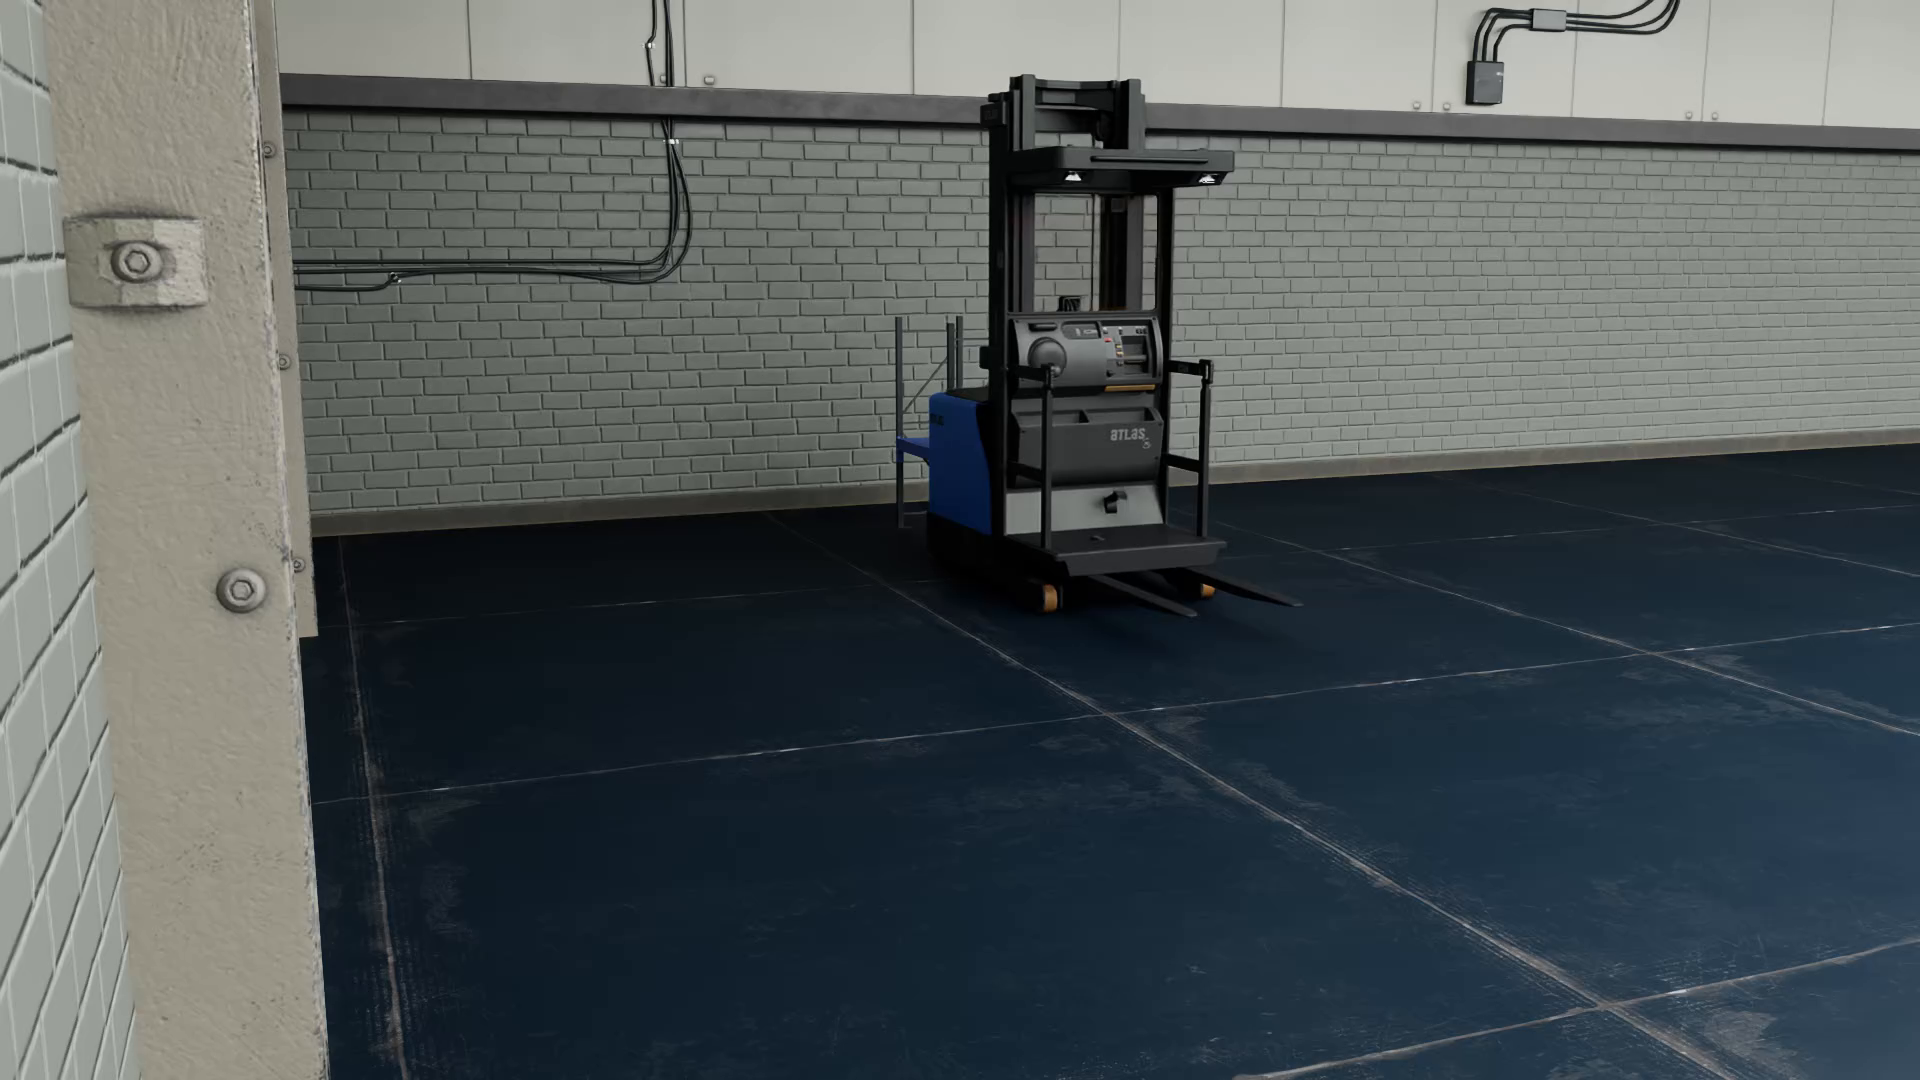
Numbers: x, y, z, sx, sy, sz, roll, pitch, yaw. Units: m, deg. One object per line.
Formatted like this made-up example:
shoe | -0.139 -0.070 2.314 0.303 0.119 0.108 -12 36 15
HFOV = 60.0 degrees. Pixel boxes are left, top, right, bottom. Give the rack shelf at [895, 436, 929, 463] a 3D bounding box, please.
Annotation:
rack shelf | -0.031 -0.575 11.399 0.538 0.185 1.000 -4 11 -21

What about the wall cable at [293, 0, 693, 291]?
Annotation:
wall cable | -3.380 -2.992 11.410 3.097 2.526 0.112 -4 11 -21

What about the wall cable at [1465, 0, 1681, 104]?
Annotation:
wall cable | 5.474 -6.795 14.213 2.305 6.003 0.169 -4 11 -21

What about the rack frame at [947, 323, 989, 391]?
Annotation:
rack frame | 0.153 -0.669 10.901 0.500 1.500 0.032 -4 11 -21

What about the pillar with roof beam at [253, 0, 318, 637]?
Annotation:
pillar with roof beam | 0.467 -4.229 9.499 9.100 9.000 0.400 -4 11 -21

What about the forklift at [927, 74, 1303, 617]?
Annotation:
forklift | 0.824 -1.122 9.359 1.130 2.935 3.031 -4 11 -22

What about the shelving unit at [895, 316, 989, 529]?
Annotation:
shelving unit | -0.031 -0.752 11.367 0.538 1.500 1.048 -4 11 -21

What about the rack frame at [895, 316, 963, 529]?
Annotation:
rack frame | -0.215 -0.835 11.834 0.500 1.500 0.032 -4 11 -21
